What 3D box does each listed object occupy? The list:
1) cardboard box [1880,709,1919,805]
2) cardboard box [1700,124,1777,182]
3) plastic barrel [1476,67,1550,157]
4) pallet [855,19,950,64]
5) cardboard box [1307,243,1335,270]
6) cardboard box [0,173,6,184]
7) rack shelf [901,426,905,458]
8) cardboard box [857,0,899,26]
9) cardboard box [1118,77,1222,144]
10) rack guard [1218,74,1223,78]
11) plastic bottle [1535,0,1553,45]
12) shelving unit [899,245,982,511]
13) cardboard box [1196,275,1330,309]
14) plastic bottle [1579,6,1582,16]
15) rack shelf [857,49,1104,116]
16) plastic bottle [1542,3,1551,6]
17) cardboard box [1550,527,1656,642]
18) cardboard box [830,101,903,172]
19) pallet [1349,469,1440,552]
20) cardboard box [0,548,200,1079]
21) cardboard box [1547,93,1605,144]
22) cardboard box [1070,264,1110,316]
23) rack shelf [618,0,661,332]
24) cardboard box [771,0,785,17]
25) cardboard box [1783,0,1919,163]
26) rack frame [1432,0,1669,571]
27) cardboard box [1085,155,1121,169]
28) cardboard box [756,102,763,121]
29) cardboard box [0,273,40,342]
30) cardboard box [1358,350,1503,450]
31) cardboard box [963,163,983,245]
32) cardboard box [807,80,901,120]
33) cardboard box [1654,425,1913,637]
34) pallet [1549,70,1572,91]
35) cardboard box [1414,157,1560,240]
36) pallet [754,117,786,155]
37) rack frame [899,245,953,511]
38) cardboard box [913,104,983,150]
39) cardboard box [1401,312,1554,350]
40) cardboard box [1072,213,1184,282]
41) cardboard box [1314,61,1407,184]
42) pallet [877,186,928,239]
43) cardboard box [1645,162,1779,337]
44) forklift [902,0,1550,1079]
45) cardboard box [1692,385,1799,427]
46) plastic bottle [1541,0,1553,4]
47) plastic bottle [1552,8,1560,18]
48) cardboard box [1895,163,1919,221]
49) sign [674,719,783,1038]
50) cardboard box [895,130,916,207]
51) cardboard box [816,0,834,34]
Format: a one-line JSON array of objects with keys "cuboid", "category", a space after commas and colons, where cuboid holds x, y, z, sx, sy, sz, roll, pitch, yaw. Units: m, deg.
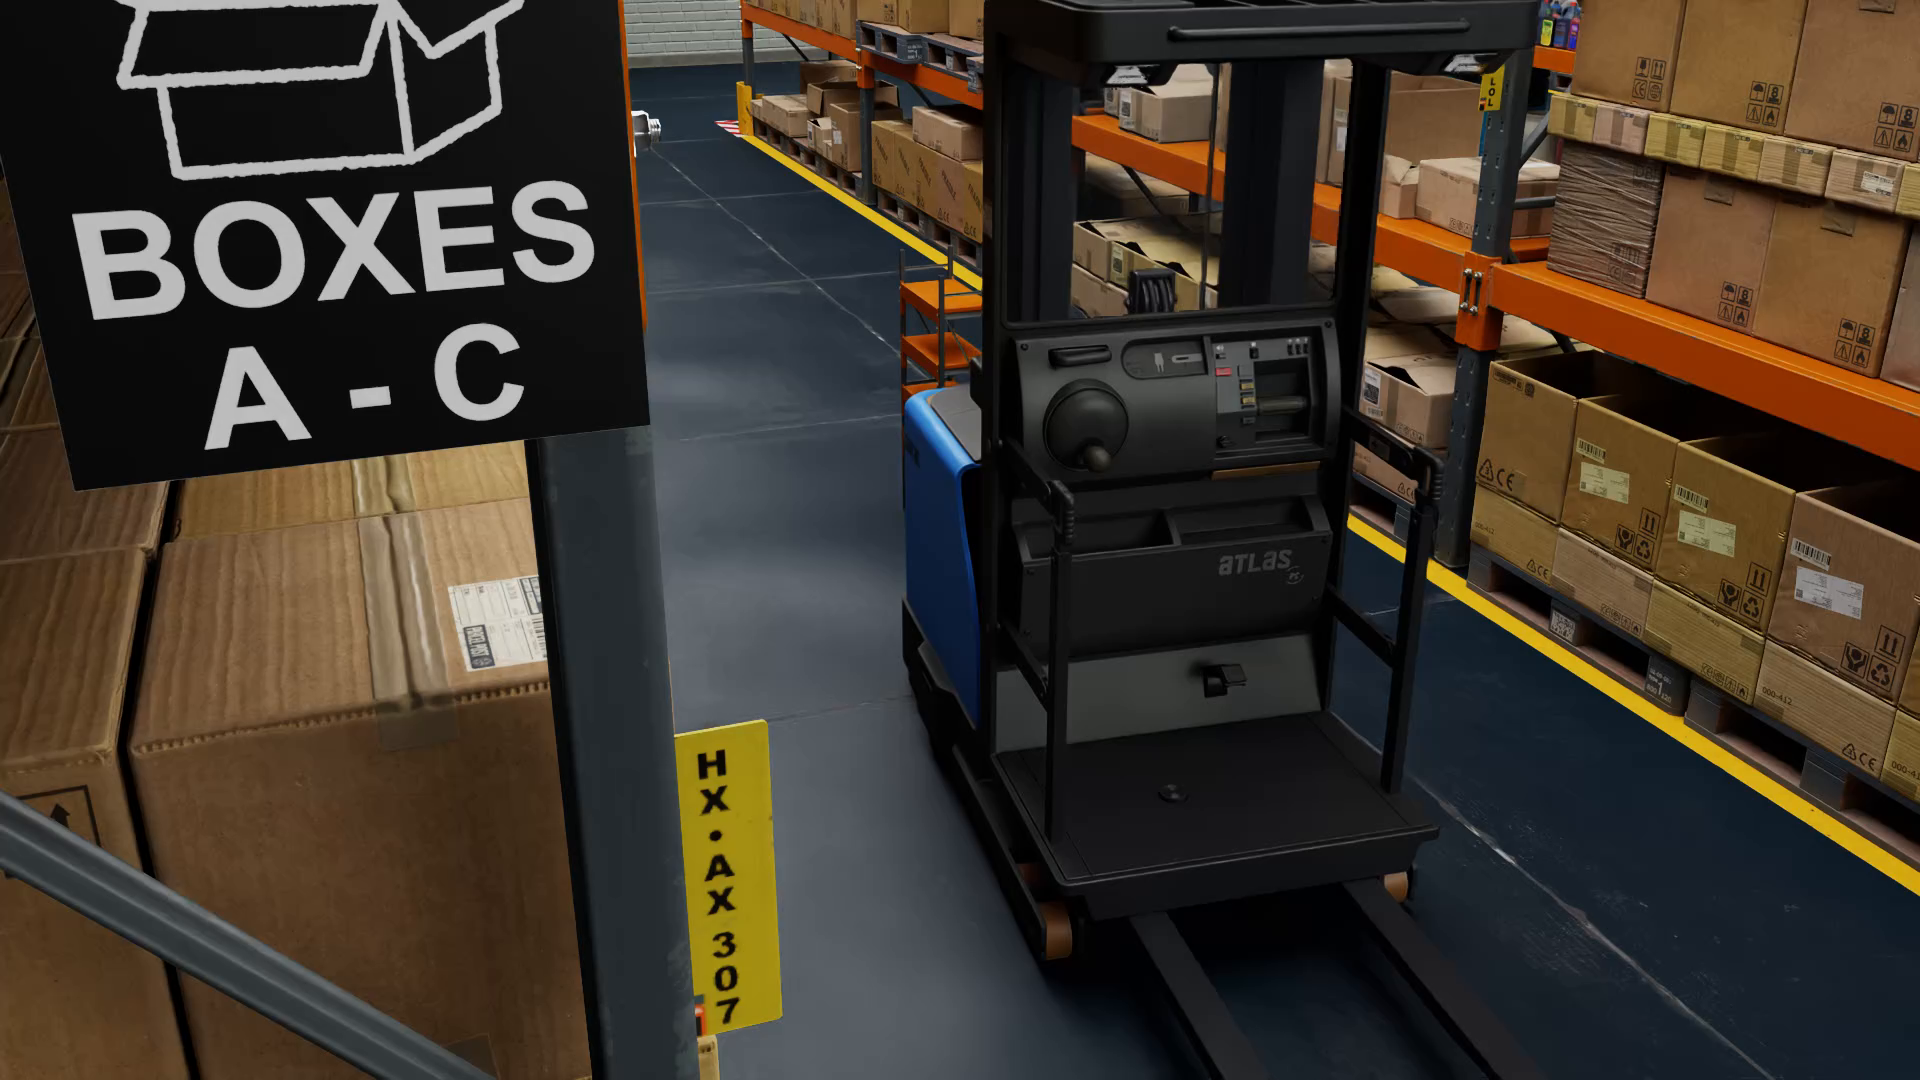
[{"cuboid": [3.075, 0.666, 4.806, 0.500, 0.250, 0.500, -8, 24, -19], "category": "cardboard box"}, {"cuboid": [2.683, -1.286, 5.475, 0.380, 0.149, 0.250, -9, 24, -19], "category": "cardboard box"}, {"cuboid": [4.730, -3.699, 14.325, 0.600, 0.901, 0.708, -8, 24, -19], "category": "plastic barrel"}, {"cuboid": [-0.152, -3.858, 12.788, 1.003, 0.211, 1.213, -8, 24, -19], "category": "pallet"}, {"cuboid": [1.862, -1.455, 9.117, 0.500, 0.311, 0.500, -9, 24, -19], "category": "cardboard box"}, {"cuboid": [-2.168, -0.750, 4.369, 0.500, 0.500, 0.500, -9, 24, -20], "category": "cardboard box"}, {"cuboid": [-0.058, -0.368, 7.263, 0.258, 0.148, 0.480, -8, 24, -19], "category": "rack shelf"}, {"cuboid": [-0.374, -4.288, 12.893, 0.700, 0.500, 0.500, -18, 29, -36], "category": "cardboard box"}, {"cuboid": [1.216, -2.406, 9.210, 0.500, 0.311, 0.500, -9, 24, -20], "category": "cardboard box"}, {"cuboid": [2.870, -5.238, 19.035, 1.175, 0.500, 0.348, -8, 24, -19], "category": "rack guard"}, {"cuboid": [4.641, -4.137, 13.266, 0.144, 0.351, 0.185, -8, 24, -19], "category": "plastic bottle"}, {"cuboid": [-0.058, -0.613, 7.160, 0.258, 1.200, 0.503, -8, 24, -19], "category": "shelving unit"}, {"cuboid": [1.545, -1.190, 8.490, 0.500, 0.311, 0.500, -9, 24, -20], "category": "cardboard box"}, {"cuboid": [5.182, -4.325, 13.808, 0.152, 0.276, 0.135, -8, 24, -19], "category": "plastic bottle"}, {"cuboid": [0.375, -3.193, 11.891, 1.077, 0.370, 4.000, -8, 24, -19], "category": "rack shelf"}, {"cuboid": [4.942, -4.432, 14.069, 0.097, 0.271, 0.097, 0, 23, 0], "category": "plastic bottle"}, {"cuboid": [2.546, 0.121, 6.100, 0.500, 0.250, 0.500, -8, 24, -19], "category": "cardboard box"}, {"cuboid": [-0.799, -3.471, 14.274, 0.500, 0.500, 0.500, -8, 24, -19], "category": "cardboard box"}, {"cuboid": [2.197, -0.322, 7.743, 1.003, 0.211, 1.213, -8, 24, -19], "category": "pallet"}, {"cuboid": [-1.091, 0.362, 1.731, 0.500, 0.500, 0.500, -9, 24, -20], "category": "cardboard box"}, {"cuboid": [2.408, -1.566, 6.138, 0.380, 0.149, 0.250, -8, 24, -19], "category": "cardboard box"}, {"cuboid": [0.991, -1.494, 9.932, 0.500, 0.250, 0.500, -8, 24, -19], "category": "cardboard box"}, {"cuboid": [-1.432, -0.988, 2.796, 1.077, 0.370, 4.000, -8, 24, -19], "category": "rack shelf"}, {"cuboid": [-1.473, -5.184, 15.559, 0.500, 0.500, 0.500, -8, 24, -19], "category": "cardboard box"}, {"cuboid": [3.013, -1.463, 5.060, 0.700, 0.500, 0.500, -8, 24, -19], "category": "cardboard box"}, {"cuboid": [2.494, -1.345, 6.579, 1.000, 3.000, 0.127, -8, 24, -19], "category": "rack frame"}, {"cuboid": [0.825, -2.426, 11.796, 0.500, 0.500, 0.500, -9, 24, -20], "category": "cardboard box"}, {"cuboid": [-1.830, -4.312, 16.700, 0.380, 0.166, 0.250, -8, 24, -19], "category": "cardboard box"}, {"cuboid": [-1.624, -0.193, 3.047, 0.500, 0.500, 0.500, -8, 24, -18], "category": "cardboard box"}, {"cuboid": [2.083, -0.637, 7.178, 0.500, 0.311, 0.500, -8, 24, -19], "category": "cardboard box"}, {"cuboid": [0.349, -2.345, 11.603, 0.500, 0.500, 0.500, -9, 25, -21], "category": "cardboard box"}, {"cuboid": [-1.000, -3.986, 15.493, 0.797, 0.503, 0.637, -8, 24, -19], "category": "cardboard box"}, {"cuboid": [2.719, -0.042, 5.522, 0.500, 0.500, 0.500, -8, 24, -19], "category": "cardboard box"}, {"cuboid": [7.880, -5.498, 20.023, 1.003, 0.211, 1.213, -8, 24, -19], "category": "pallet"}, {"cuboid": [2.279, -1.449, 7.018, 0.500, 0.250, 0.500, -7, 24, -16], "category": "cardboard box"}, {"cuboid": [-1.436, -4.103, 16.713, 1.003, 0.211, 1.213, -8, 24, -19], "category": "pallet"}, {"cuboid": [-0.145, -0.702, 7.370, 0.240, 1.200, 0.015, -8, 24, -19], "category": "rack frame"}, {"cuboid": [-0.036, -3.075, 12.371, 0.500, 0.250, 0.500, -8, 24, -19], "category": "cardboard box"}, {"cuboid": [2.409, -0.897, 7.793, 0.500, 0.311, 0.500, -9, 24, -20], "category": "cardboard box"}, {"cuboid": [0.991, -1.752, 9.823, 0.500, 0.311, 0.500, -7, 24, -17], "category": "cardboard box"}, {"cuboid": [1.875, -2.046, 8.112, 0.500, 0.500, 0.500, -8, 24, -19], "category": "cardboard box"}, {"cuboid": [-0.009, -2.676, 13.328, 1.003, 0.211, 1.213, -8, 24, -19], "category": "pallet"}, {"cuboid": [2.849, -1.040, 5.726, 0.700, 0.500, 0.500, -9, 24, -20], "category": "cardboard box"}, {"cuboid": [0.660, -0.371, 4.356, 1.130, 2.935, 3.031, -6, 24, -13], "category": "forklift"}, {"cuboid": [3.028, -0.295, 6.122, 0.500, 0.500, 0.500, -8, 24, -19], "category": "cardboard box"}, {"cuboid": [5.000, -4.551, 14.249, 0.144, 0.351, 0.185, -8, 24, -19], "category": "plastic bottle"}, {"cuboid": [4.715, -4.050, 13.148, 0.061, 0.283, 0.133, -8, 24, -19], "category": "plastic bottle"}, {"cuboid": [2.958, -1.003, 4.804, 0.380, 0.149, 0.250, -9, 24, -19], "category": "cardboard box"}, {"cuboid": [-0.218, 0.316, 1.523, 0.100, 0.325, 0.005, -8, 24, -19], "category": "sign"}, {"cuboid": [-0.190, -2.901, 12.923, 0.500, 0.500, 0.500, -8, 24, -18], "category": "cardboard box"}, {"cuboid": [-0.932, -4.631, 14.247, 0.500, 0.500, 0.500, -8, 24, -17], "category": "cardboard box"}]
